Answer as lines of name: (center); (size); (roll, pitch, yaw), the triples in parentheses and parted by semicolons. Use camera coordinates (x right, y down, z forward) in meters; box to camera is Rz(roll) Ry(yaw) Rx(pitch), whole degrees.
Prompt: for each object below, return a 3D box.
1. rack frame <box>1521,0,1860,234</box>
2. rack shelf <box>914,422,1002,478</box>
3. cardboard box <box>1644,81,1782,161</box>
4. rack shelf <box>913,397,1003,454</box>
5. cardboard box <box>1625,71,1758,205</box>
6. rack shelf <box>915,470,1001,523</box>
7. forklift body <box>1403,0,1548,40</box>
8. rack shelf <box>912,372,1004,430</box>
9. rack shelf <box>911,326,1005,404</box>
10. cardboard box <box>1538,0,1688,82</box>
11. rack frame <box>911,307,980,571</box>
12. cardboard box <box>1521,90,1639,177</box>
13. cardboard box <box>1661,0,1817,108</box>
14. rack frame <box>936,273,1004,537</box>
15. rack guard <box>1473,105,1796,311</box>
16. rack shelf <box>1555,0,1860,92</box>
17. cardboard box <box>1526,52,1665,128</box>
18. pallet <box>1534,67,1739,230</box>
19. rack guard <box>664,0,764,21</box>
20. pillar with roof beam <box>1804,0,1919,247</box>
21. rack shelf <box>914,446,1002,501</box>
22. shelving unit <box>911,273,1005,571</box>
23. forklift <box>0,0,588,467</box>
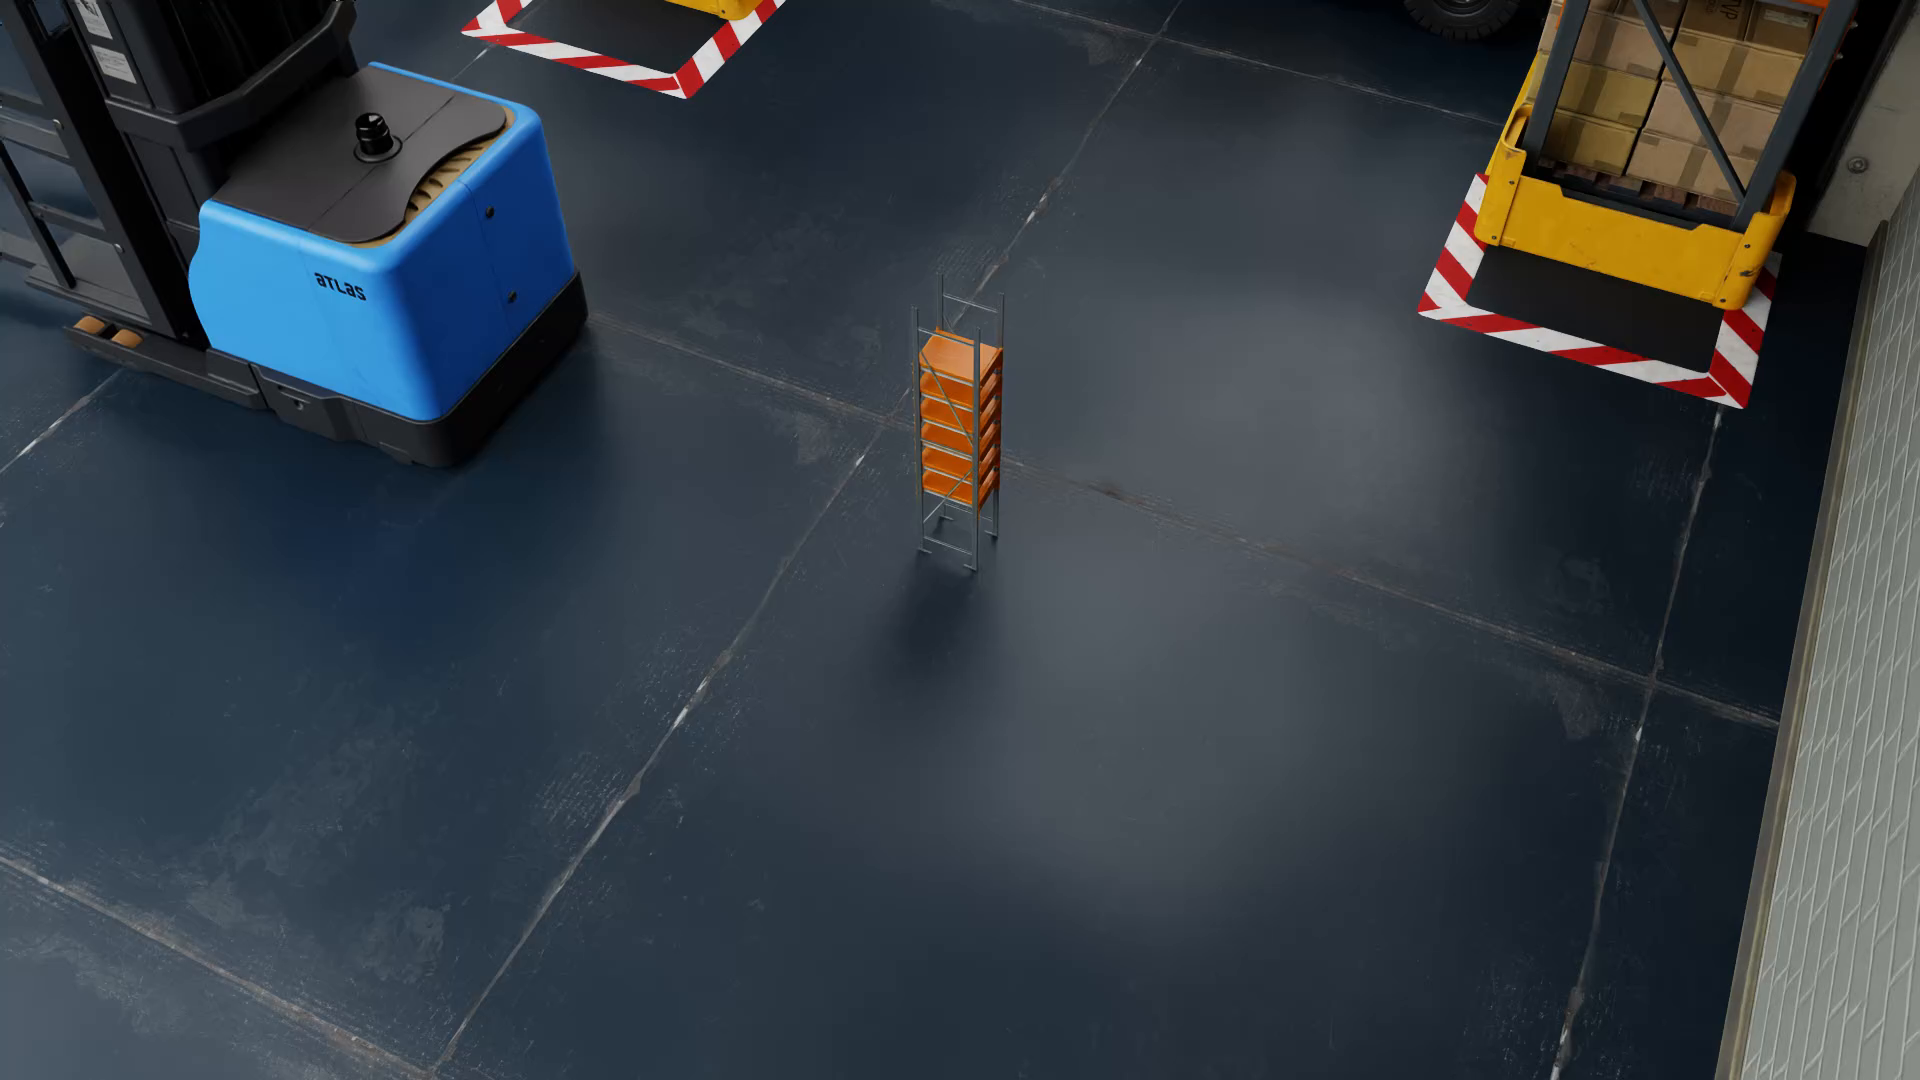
rack frame: (2.880, -2.257, 6.201); (1.000, 3.000, 0.127); (20, 52, 16)
rack shelf: (-0.006, -0.350, 5.818); (0.258, 0.103, 0.180); (20, 52, 16)
cardboard box: (3.269, -1.921, 7.116); (0.500, 0.250, 0.500); (21, 53, 17)
rack shelf: (-0.006, -0.428, 5.727); (0.258, 0.103, 0.180); (20, 52, 16)
cardboard box: (3.267, -1.777, 7.322); (0.500, 0.250, 0.500); (20, 52, 16)
rack shelf: (-0.006, -0.195, 6.001); (0.258, 0.103, 0.180); (20, 52, 16)
forklift body: (2.041, -3.882, 8.141); (2.313, 2.155, 1.214); (20, 52, 16)
rack shelf: (-0.006, -0.506, 5.636); (0.258, 0.103, 0.180); (20, 52, 16)
rack shelf: (-0.006, -0.583, 5.544); (0.258, 0.103, 0.180); (20, 52, 16)
cardboard box: (2.795, -2.245, 7.064); (0.500, 0.250, 0.500); (21, 53, 17)
rack frame: (-0.045, -0.316, 5.731); (0.240, 1.200, 0.006); (20, 52, 16)
cardboard box: (2.795, -1.929, 7.451); (0.500, 0.250, 0.500); (20, 53, 16)
cardboard box: (3.257, -2.096, 6.937); (0.500, 0.250, 0.500); (19, 52, 16)
rack frame: (0.033, -0.442, 5.838); (0.240, 1.200, 0.006); (20, 52, 16)
rack guard: (2.870, -1.431, 7.139); (1.175, 0.500, 0.348); (20, 52, 16)
rack shelf: (3.735, -3.401, 7.647); (1.077, 0.370, 4.000); (20, 52, 16)
cardboard box: (2.806, -2.101, 7.270); (0.500, 0.250, 0.500); (19, 52, 16)
pallet: (3.169, -1.894, 7.723); (1.003, 0.211, 1.213); (20, 52, 16)
rack guard: (-1.577, -3.112, 8.570); (1.175, 0.500, 0.348); (20, 52, 16)
pillar with roof beam: (0.100, -5.788, 5.267); (9.100, 9.000, 0.400); (20, 52, 16)
rack shelf: (-0.006, -0.272, 5.910); (0.258, 0.103, 0.180); (20, 52, 16)
shelving unit: (-0.006, -0.379, 5.785); (0.258, 1.200, 0.189); (20, 52, 16)
forklift: (-3.116, -1.996, 6.024); (3.031, 2.935, 1.130); (19, 52, 16)
